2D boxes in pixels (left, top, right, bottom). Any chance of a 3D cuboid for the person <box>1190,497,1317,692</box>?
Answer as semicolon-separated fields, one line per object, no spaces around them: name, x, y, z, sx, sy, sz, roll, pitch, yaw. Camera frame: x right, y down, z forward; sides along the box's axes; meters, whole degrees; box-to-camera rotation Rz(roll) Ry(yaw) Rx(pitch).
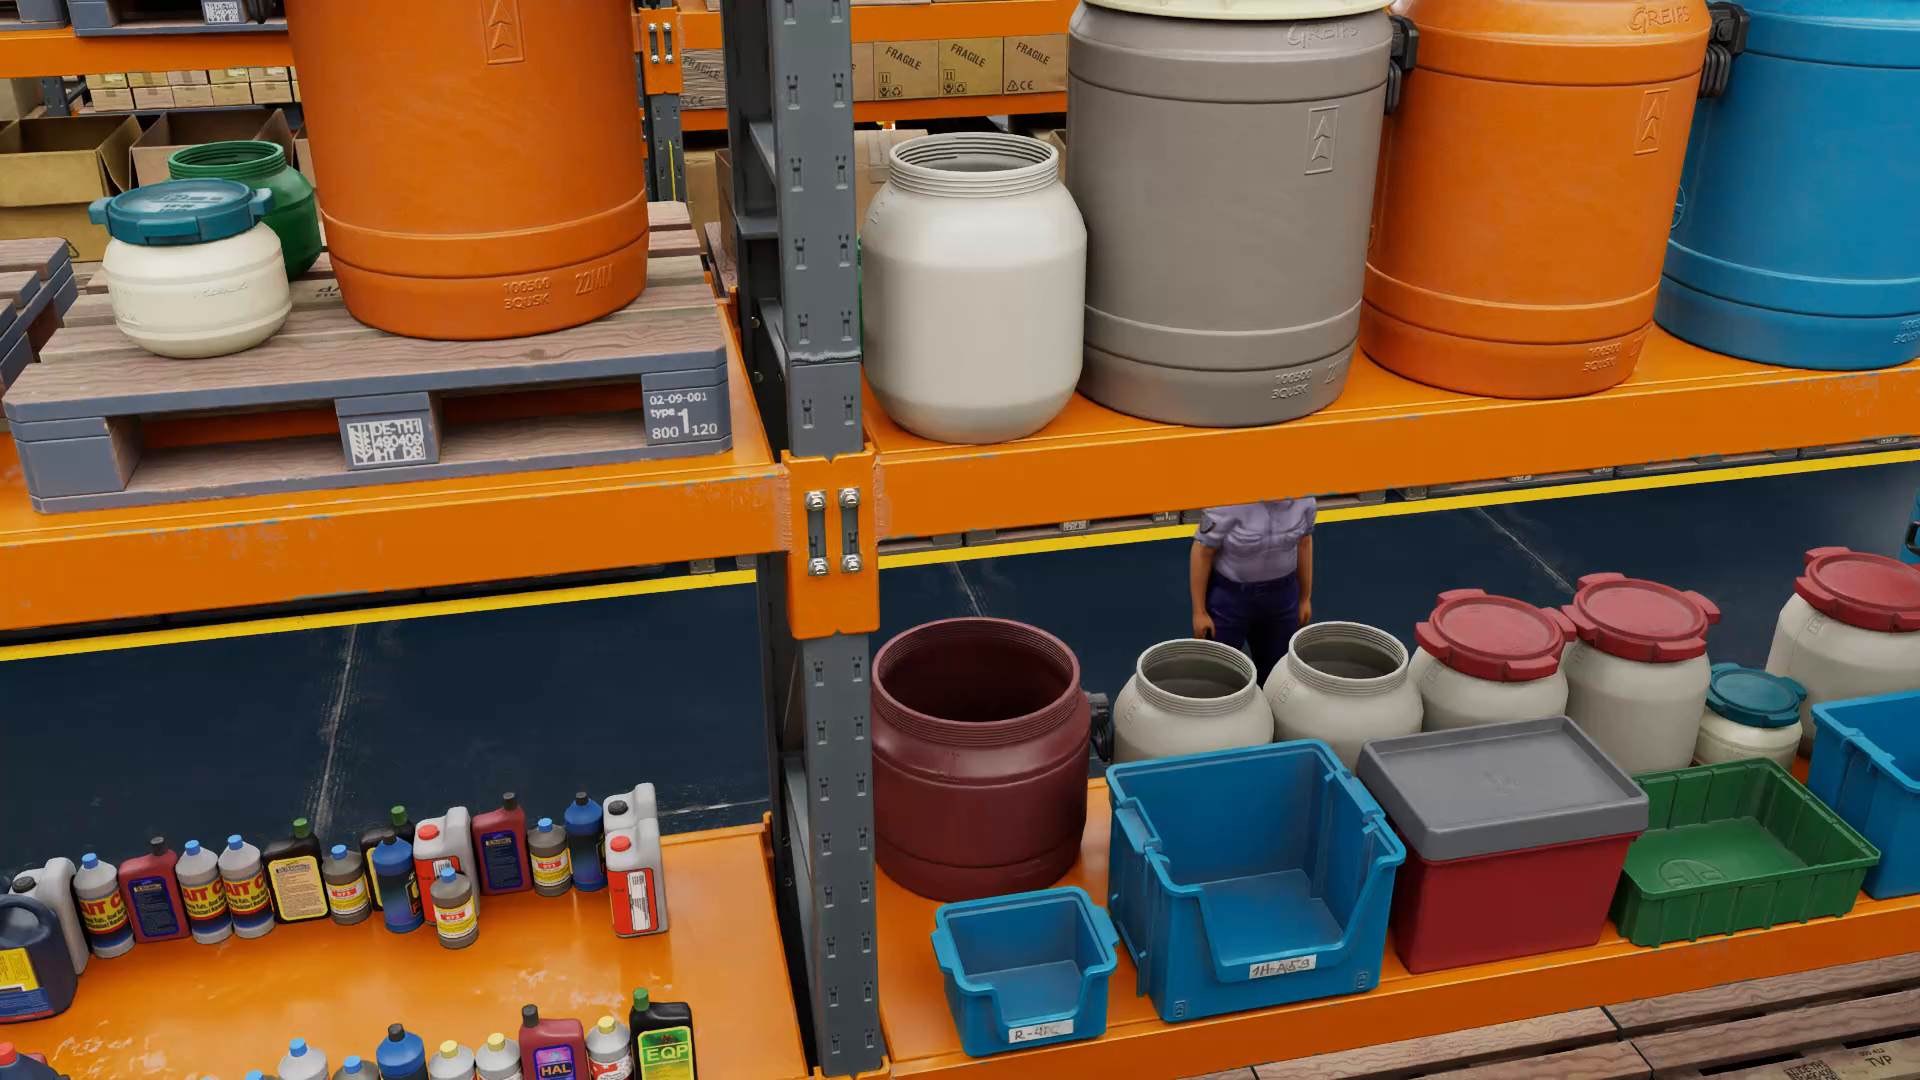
person;1.148;0.279;6.576;0.560;1.651;0.426;-8;28;-15
